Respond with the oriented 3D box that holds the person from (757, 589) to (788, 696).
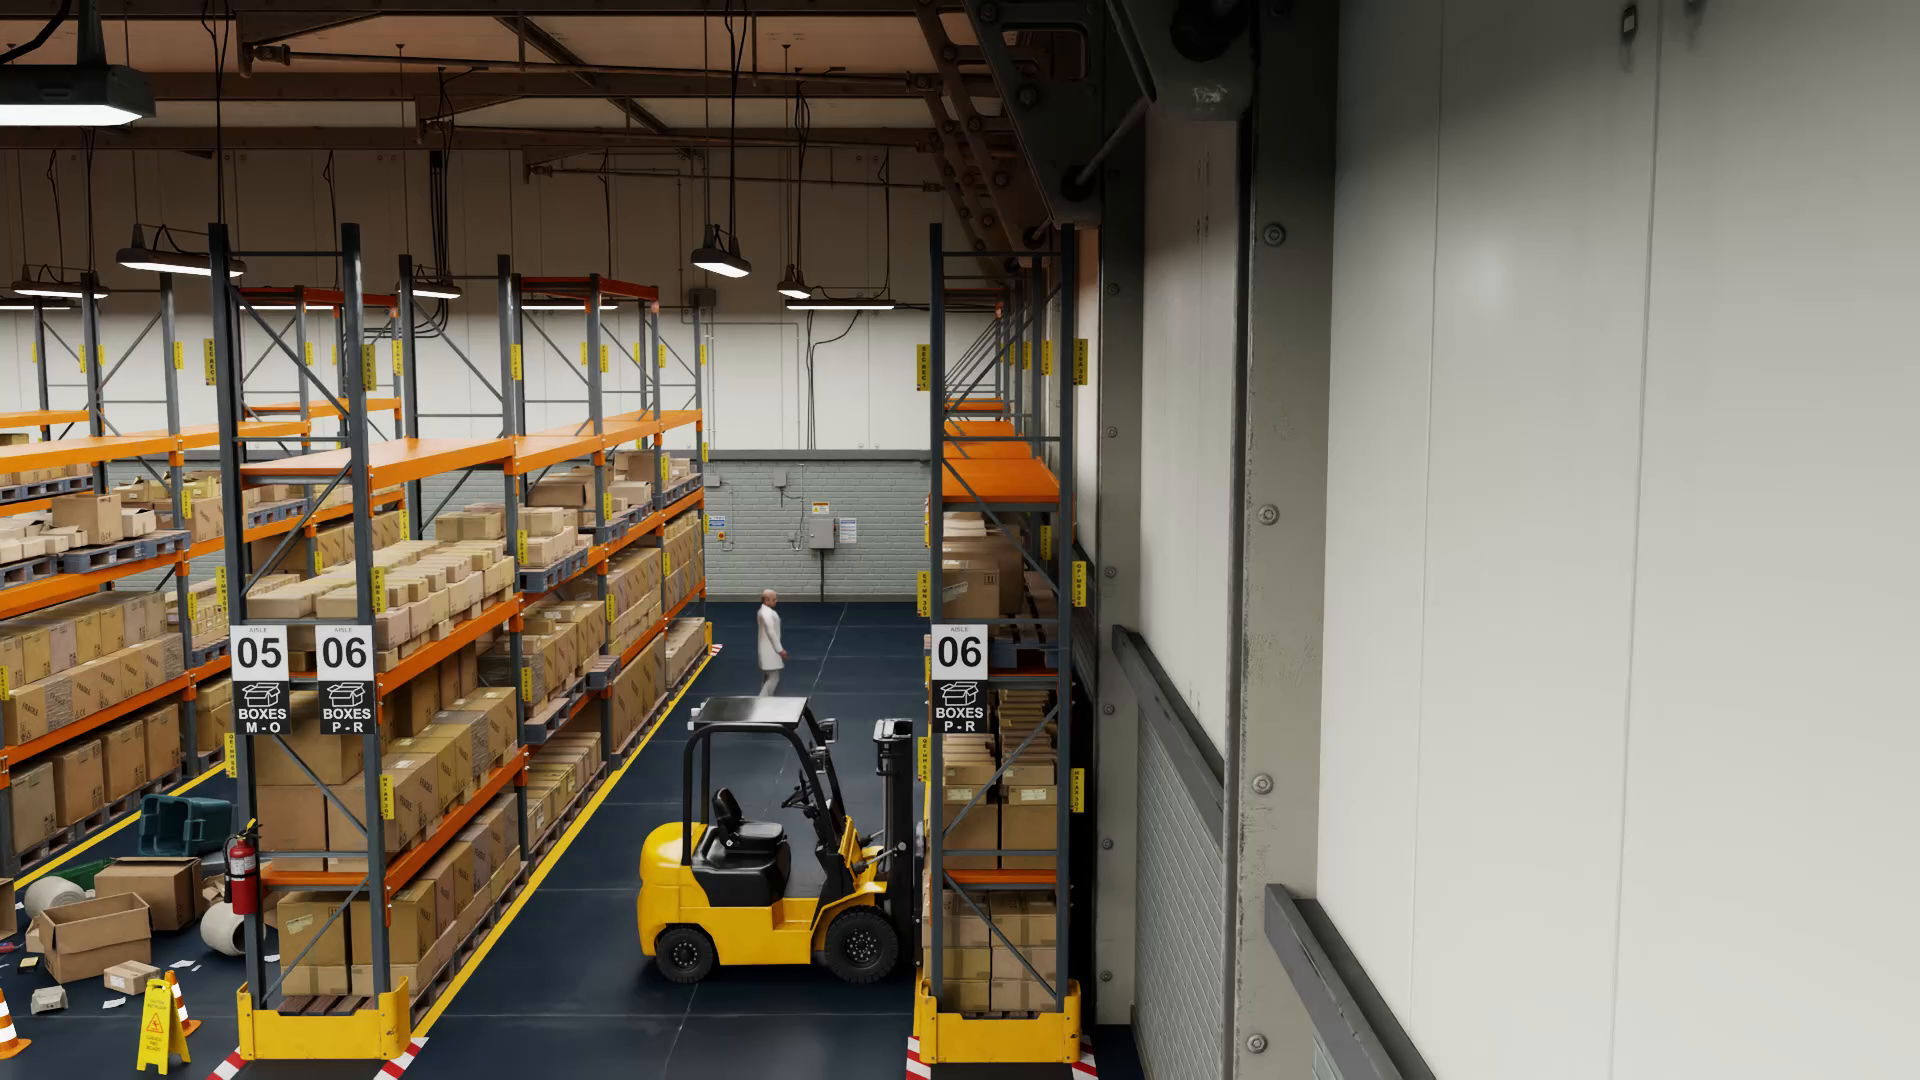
[{"bbox_3d":[-2.664,1.595,23.164,0.545,1.751,0.577,-2,7,-15],"label":"person"}]
